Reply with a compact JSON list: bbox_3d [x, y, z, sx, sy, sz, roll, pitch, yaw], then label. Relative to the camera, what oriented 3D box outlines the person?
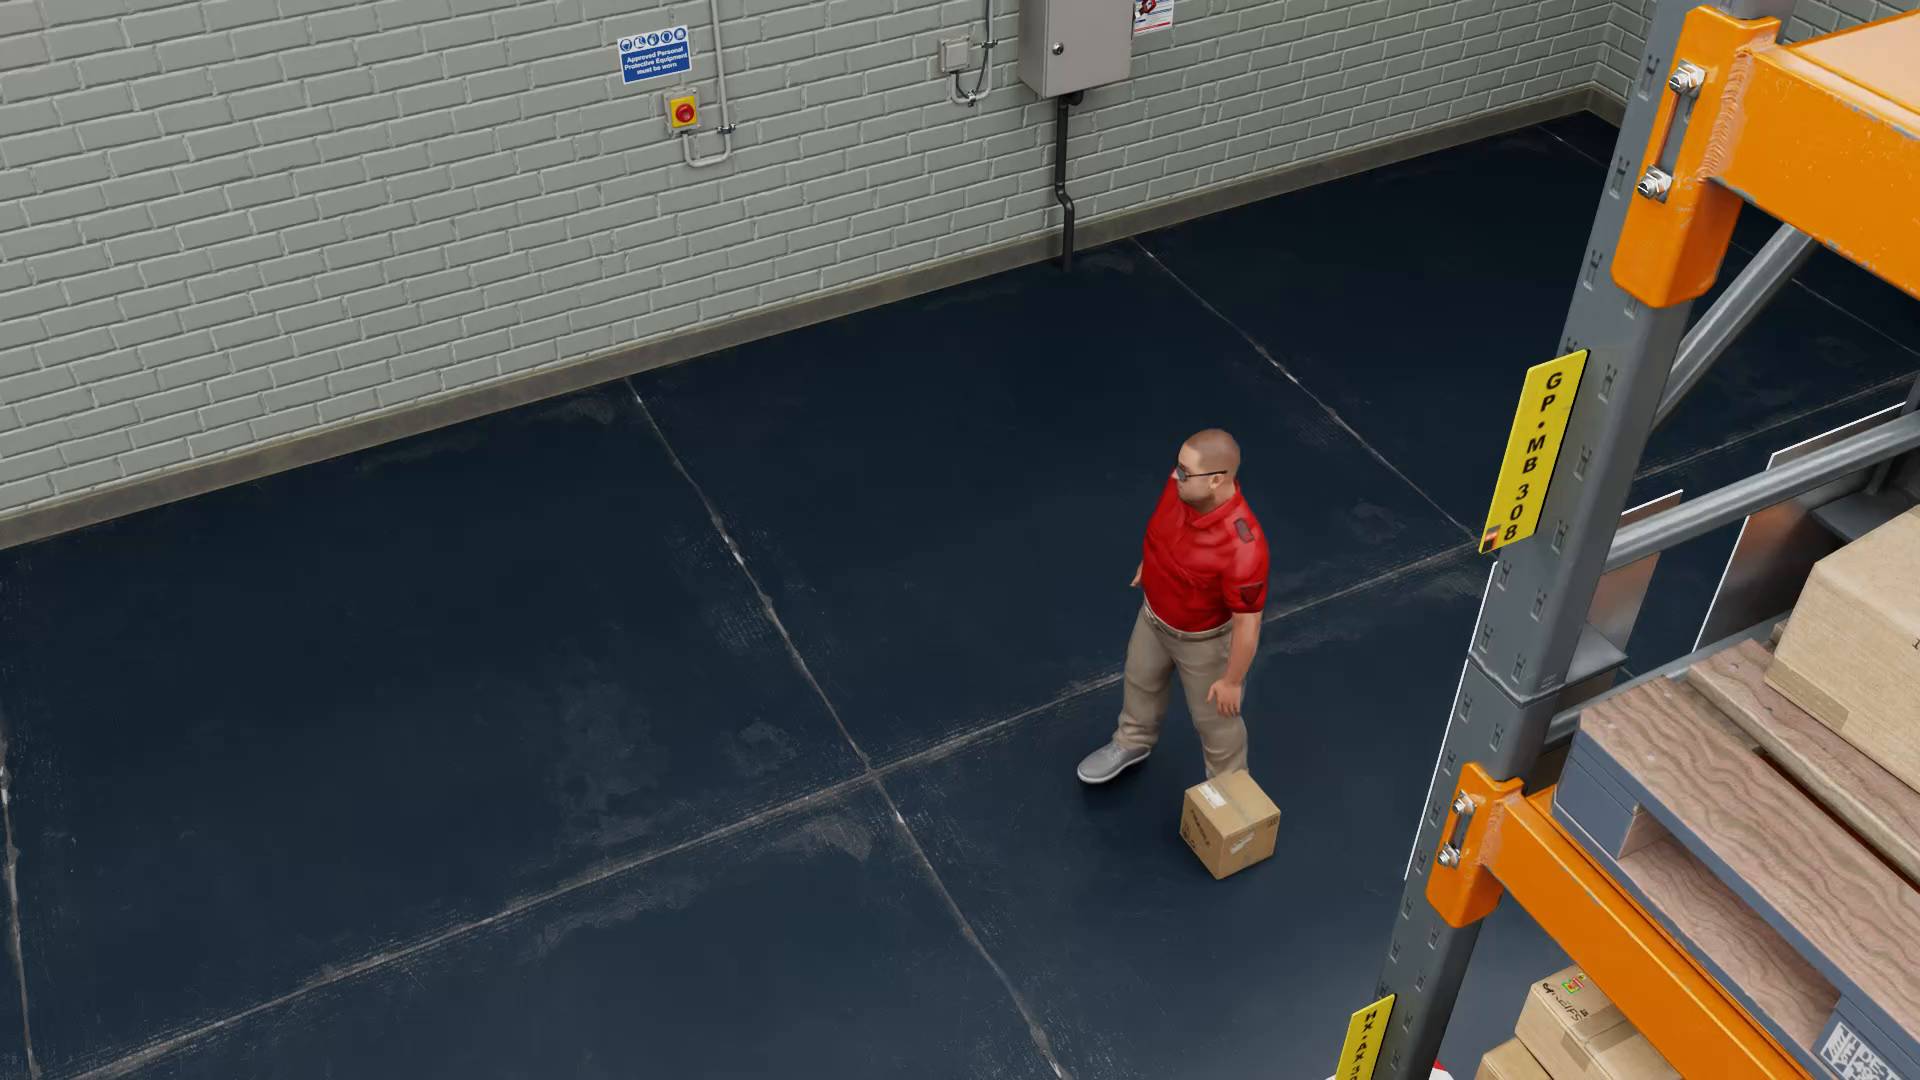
[{"bbox_3d":[0.760,0.298,5.792,0.533,1.728,0.716,-18,44,-20],"label":"person"}]
